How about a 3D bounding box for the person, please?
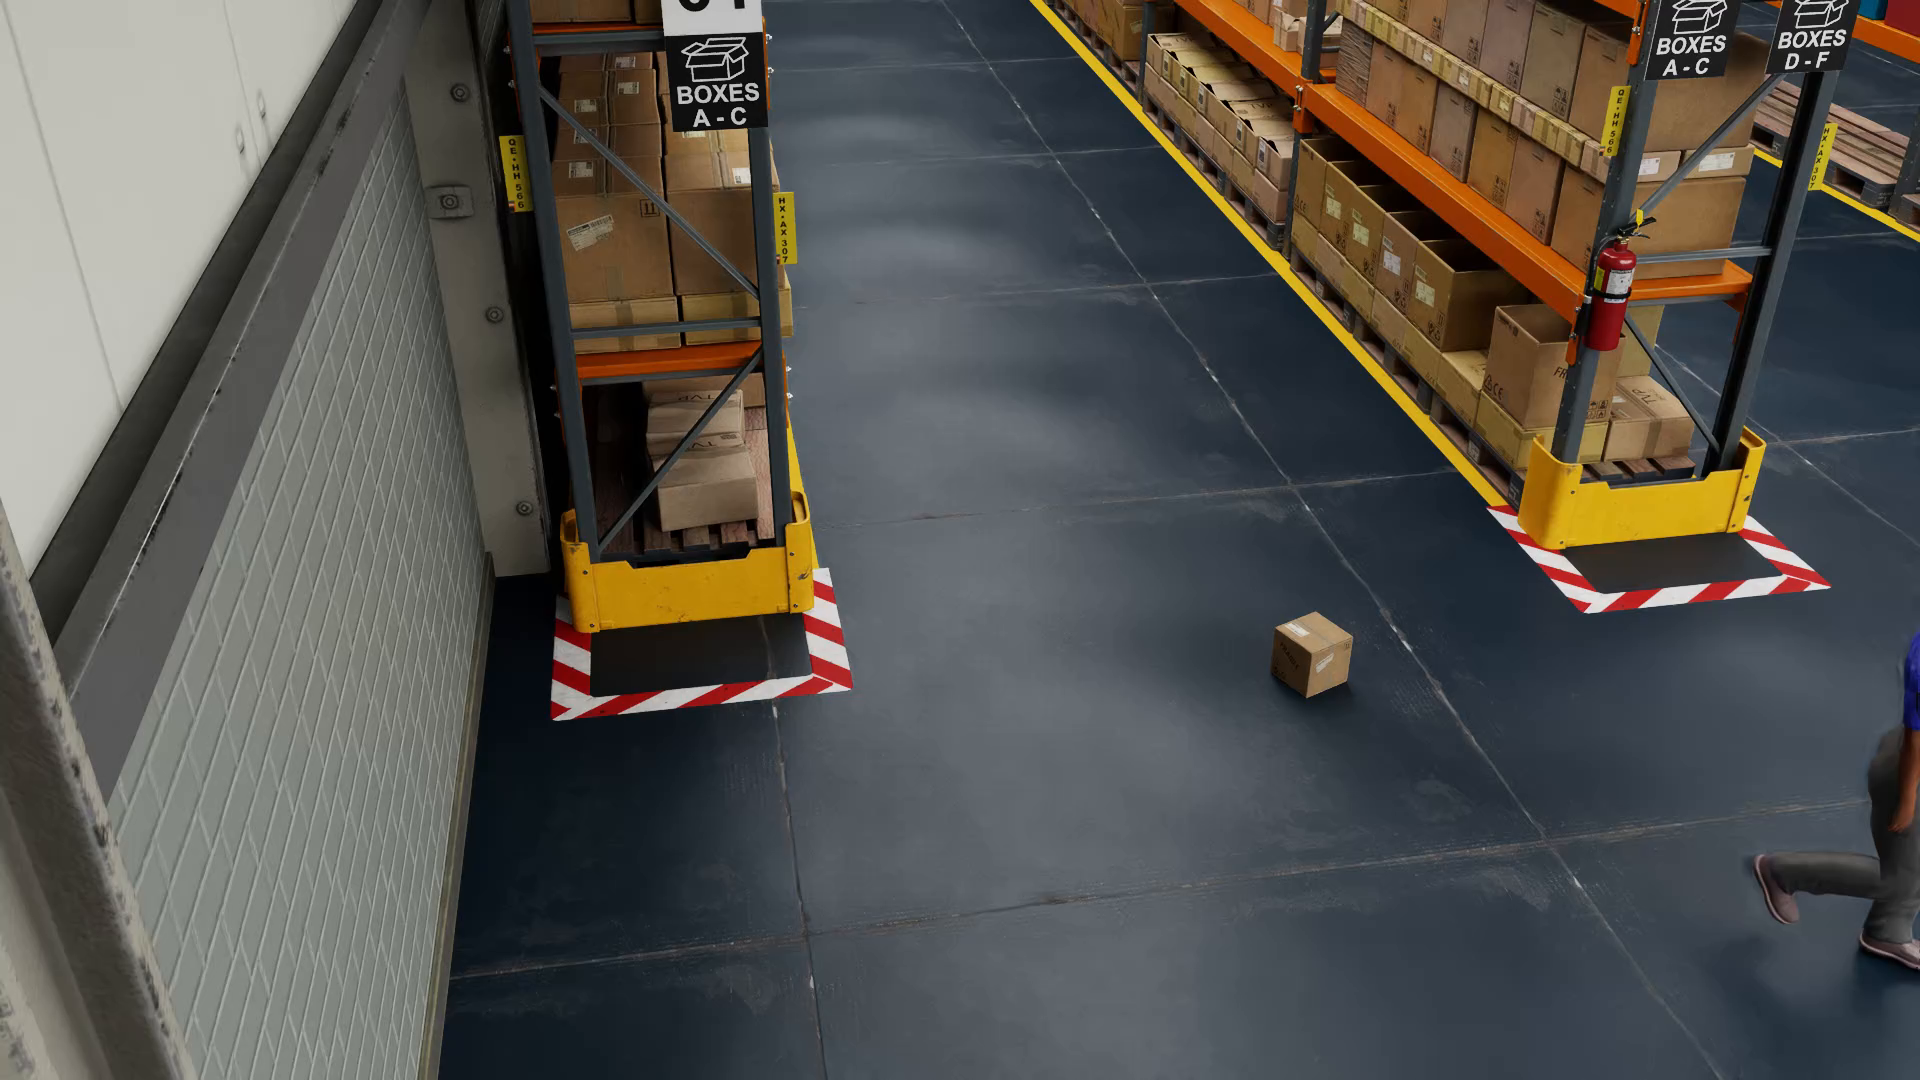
[{"bbox_3d":[3.279,0.794,5.780,0.700,1.632,0.451,21,36,30],"label":"person"}]
